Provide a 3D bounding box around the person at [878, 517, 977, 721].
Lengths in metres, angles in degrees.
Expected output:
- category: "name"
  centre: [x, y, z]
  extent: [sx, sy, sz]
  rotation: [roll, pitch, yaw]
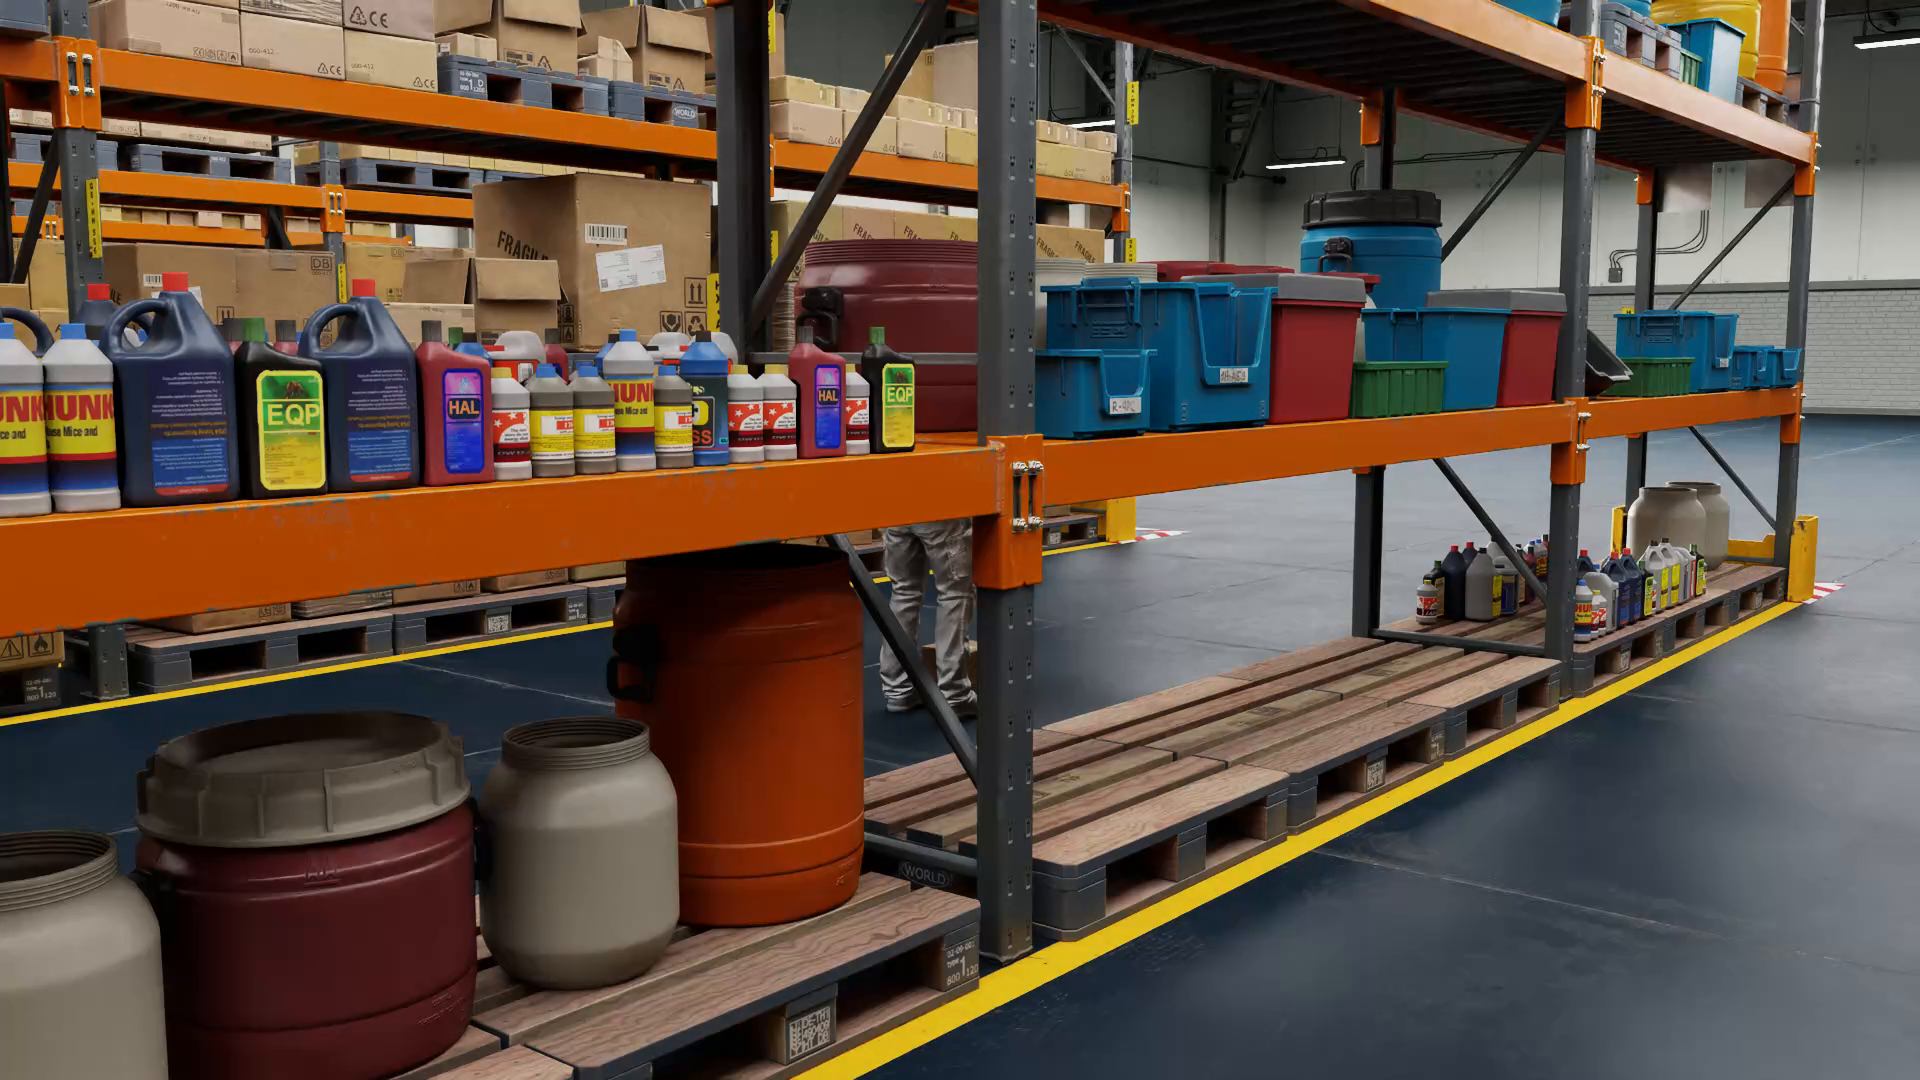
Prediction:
- category: "person"
  centre: [-0.125, -0.150, 6.980]
  extent: [0.615, 1.773, 0.451]
  rotation: [5, 8, 38]
